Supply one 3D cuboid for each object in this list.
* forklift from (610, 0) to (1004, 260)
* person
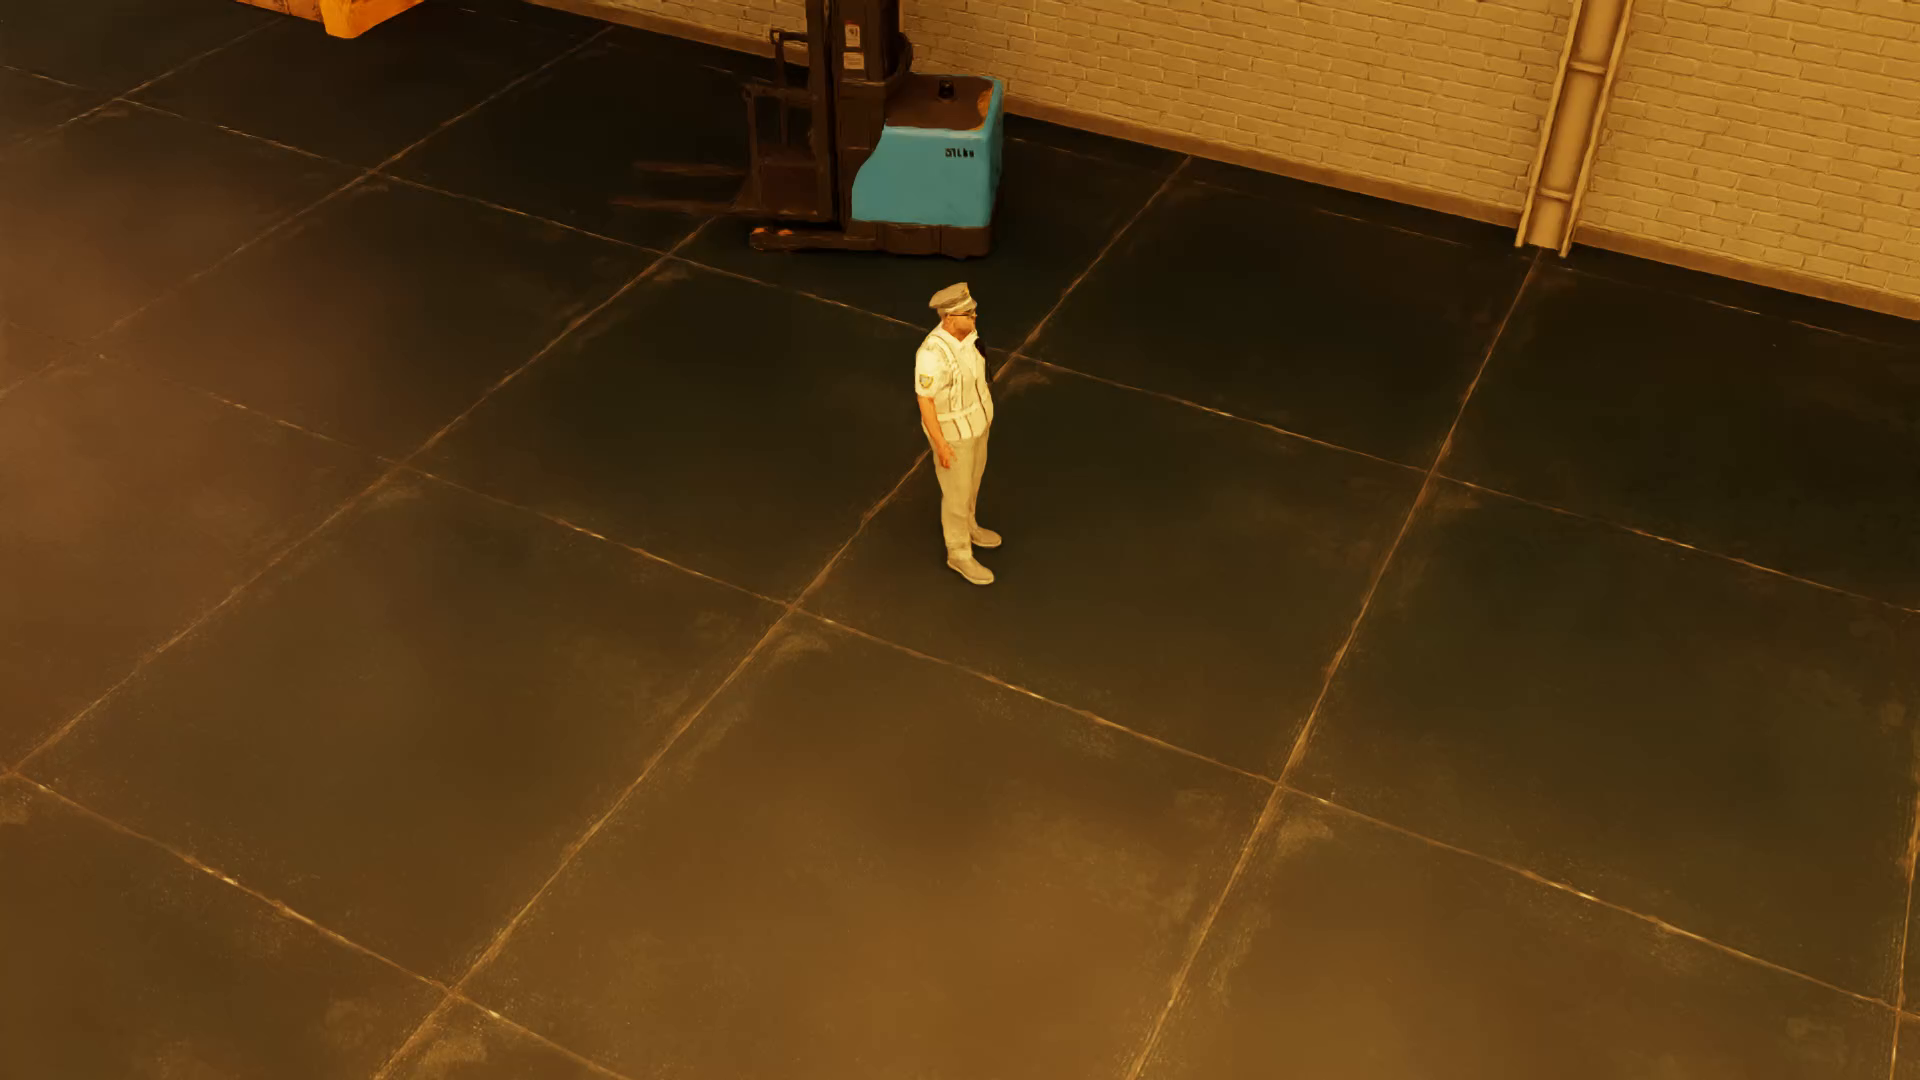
[{"bbox_3d":[-1.208,-3.695,12.374,3.031,2.935,1.130,5,40,6],"label":"forklift"},{"bbox_3d":[0.064,-0.658,9.647,0.574,1.781,0.640,18,43,21],"label":"person"}]
